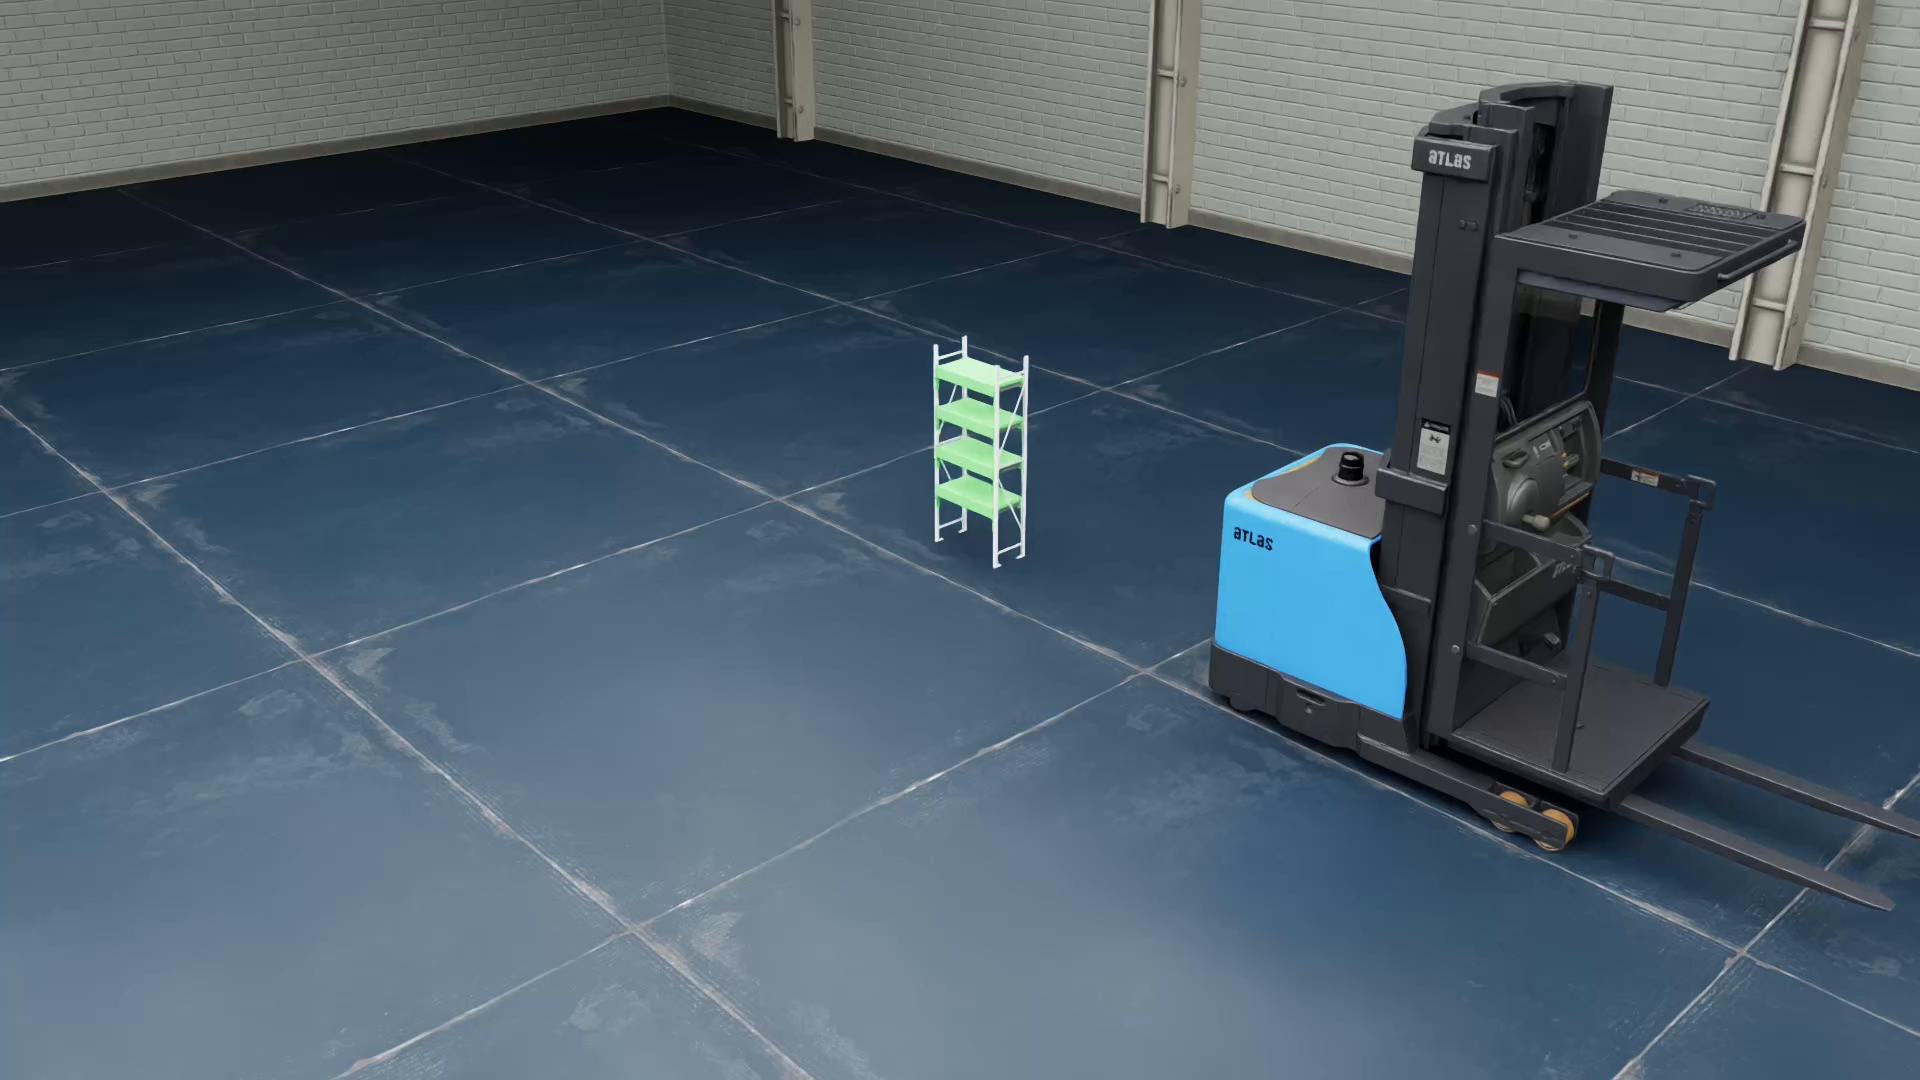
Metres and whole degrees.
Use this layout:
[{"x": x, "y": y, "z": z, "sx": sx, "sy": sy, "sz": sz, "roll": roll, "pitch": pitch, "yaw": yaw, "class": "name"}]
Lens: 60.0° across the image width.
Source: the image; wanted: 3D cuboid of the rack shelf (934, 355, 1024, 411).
[{"x": 0.113, "y": -0.874, "z": 9.218, "sx": 0.258, "sy": 0.148, "sz": 0.480, "roll": -21, "pitch": 32, "yaw": -38, "class": "rack shelf"}]

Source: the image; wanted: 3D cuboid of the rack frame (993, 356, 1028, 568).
[{"x": 0.280, "y": -0.422, "z": 9.229, "sx": 0.240, "sy": 1.200, "sz": 0.015, "roll": -21, "pitch": 32, "yaw": -38, "class": "rack frame"}]

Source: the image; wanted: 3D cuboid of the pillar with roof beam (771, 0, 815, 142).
[{"x": -5.181, "y": -7.888, "z": 16.198, "sx": 9.100, "sy": 9.000, "sz": 0.400, "roll": -21, "pitch": 32, "yaw": -38, "class": "pillar with roof beam"}]

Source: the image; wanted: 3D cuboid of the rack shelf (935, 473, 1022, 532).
[{"x": 0.113, "y": -0.219, "z": 9.517, "sx": 0.258, "sy": 0.148, "sz": 0.480, "roll": -21, "pitch": 32, "yaw": -38, "class": "rack shelf"}]

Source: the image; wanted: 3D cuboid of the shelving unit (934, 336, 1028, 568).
[{"x": 0.113, "y": -0.496, "z": 9.391, "sx": 0.258, "sy": 1.200, "sz": 0.503, "roll": -21, "pitch": 32, "yaw": -38, "class": "shelving unit"}]

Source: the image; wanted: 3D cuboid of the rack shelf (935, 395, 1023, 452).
[{"x": 0.113, "y": -0.656, "z": 9.318, "sx": 0.258, "sy": 0.148, "sz": 0.480, "roll": -21, "pitch": 32, "yaw": -38, "class": "rack shelf"}]

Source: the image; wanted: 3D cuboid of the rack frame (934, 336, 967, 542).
[{"x": -0.054, "y": -0.570, "z": 9.553, "sx": 0.240, "sy": 1.200, "sz": 0.015, "roll": -21, "pitch": 32, "yaw": -38, "class": "rack frame"}]

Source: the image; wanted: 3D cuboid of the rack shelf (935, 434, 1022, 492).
[{"x": 0.113, "y": -0.438, "z": 9.418, "sx": 0.258, "sy": 0.148, "sz": 0.480, "roll": -21, "pitch": 32, "yaw": -38, "class": "rack shelf"}]

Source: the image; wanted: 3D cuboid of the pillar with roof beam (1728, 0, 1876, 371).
[{"x": 3.021, "y": -4.252, "z": 8.229, "sx": 9.100, "sy": 9.000, "sz": 0.400, "roll": -21, "pitch": 32, "yaw": -38, "class": "pillar with roof beam"}]

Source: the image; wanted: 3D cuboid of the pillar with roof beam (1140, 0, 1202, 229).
[{"x": -1.080, "y": -6.070, "z": 12.213, "sx": 9.100, "sy": 9.000, "sz": 0.400, "roll": -21, "pitch": 32, "yaw": -38, "class": "pillar with roof beam"}]

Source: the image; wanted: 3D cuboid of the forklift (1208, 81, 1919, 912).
[{"x": 2.610, "y": -0.286, "z": 6.846, "sx": 3.031, "sy": 2.935, "sz": 1.130, "roll": 22, "pitch": 32, "yaw": 39, "class": "forklift"}]
